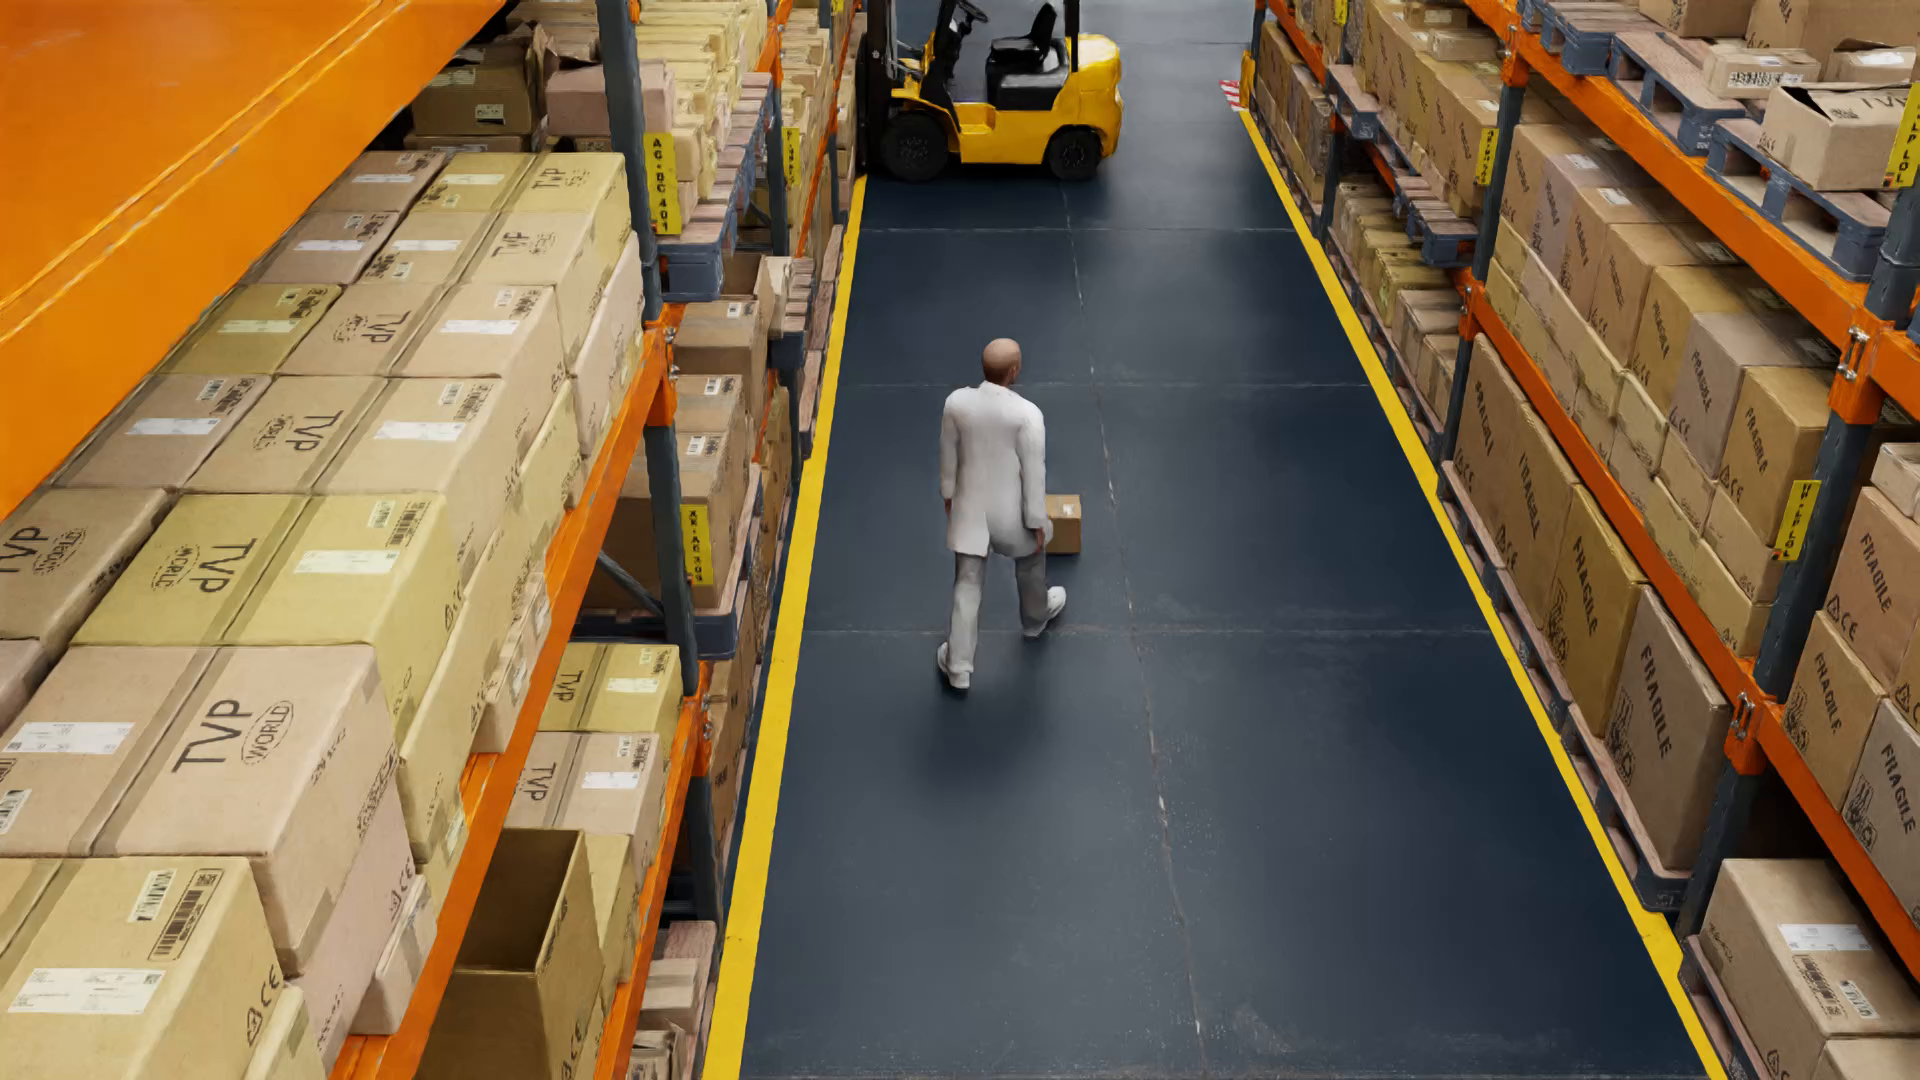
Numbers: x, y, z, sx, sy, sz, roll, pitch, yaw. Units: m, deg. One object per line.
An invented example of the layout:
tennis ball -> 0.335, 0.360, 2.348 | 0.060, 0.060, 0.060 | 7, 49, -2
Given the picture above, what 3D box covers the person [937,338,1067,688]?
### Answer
person -> 0.183, -0.189, 8.288 | 0.627, 1.748, 1.005 | 12, 33, 18
